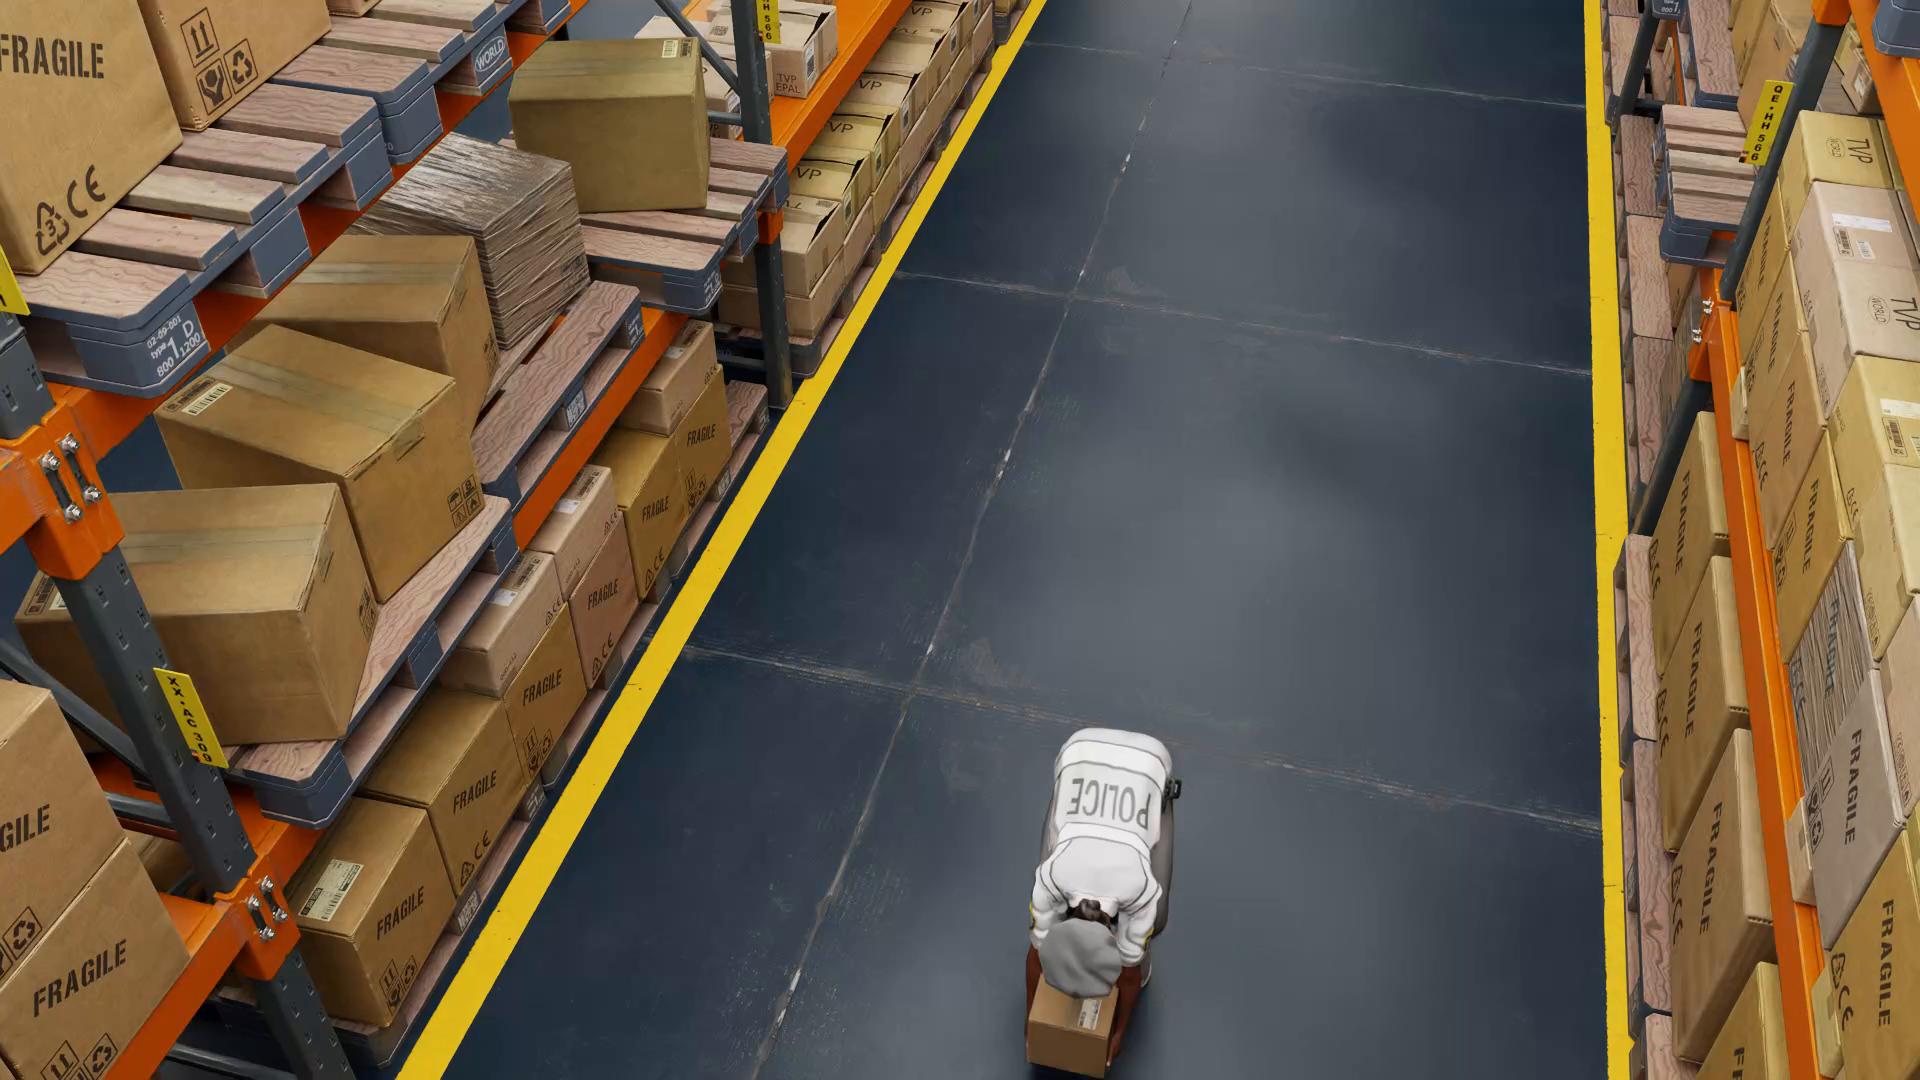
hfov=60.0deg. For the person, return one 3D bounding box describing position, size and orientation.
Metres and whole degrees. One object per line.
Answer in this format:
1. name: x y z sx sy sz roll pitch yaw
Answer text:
1. person: 0.438 1.188 5.320 0.449 0.987 0.927 8 42 9
